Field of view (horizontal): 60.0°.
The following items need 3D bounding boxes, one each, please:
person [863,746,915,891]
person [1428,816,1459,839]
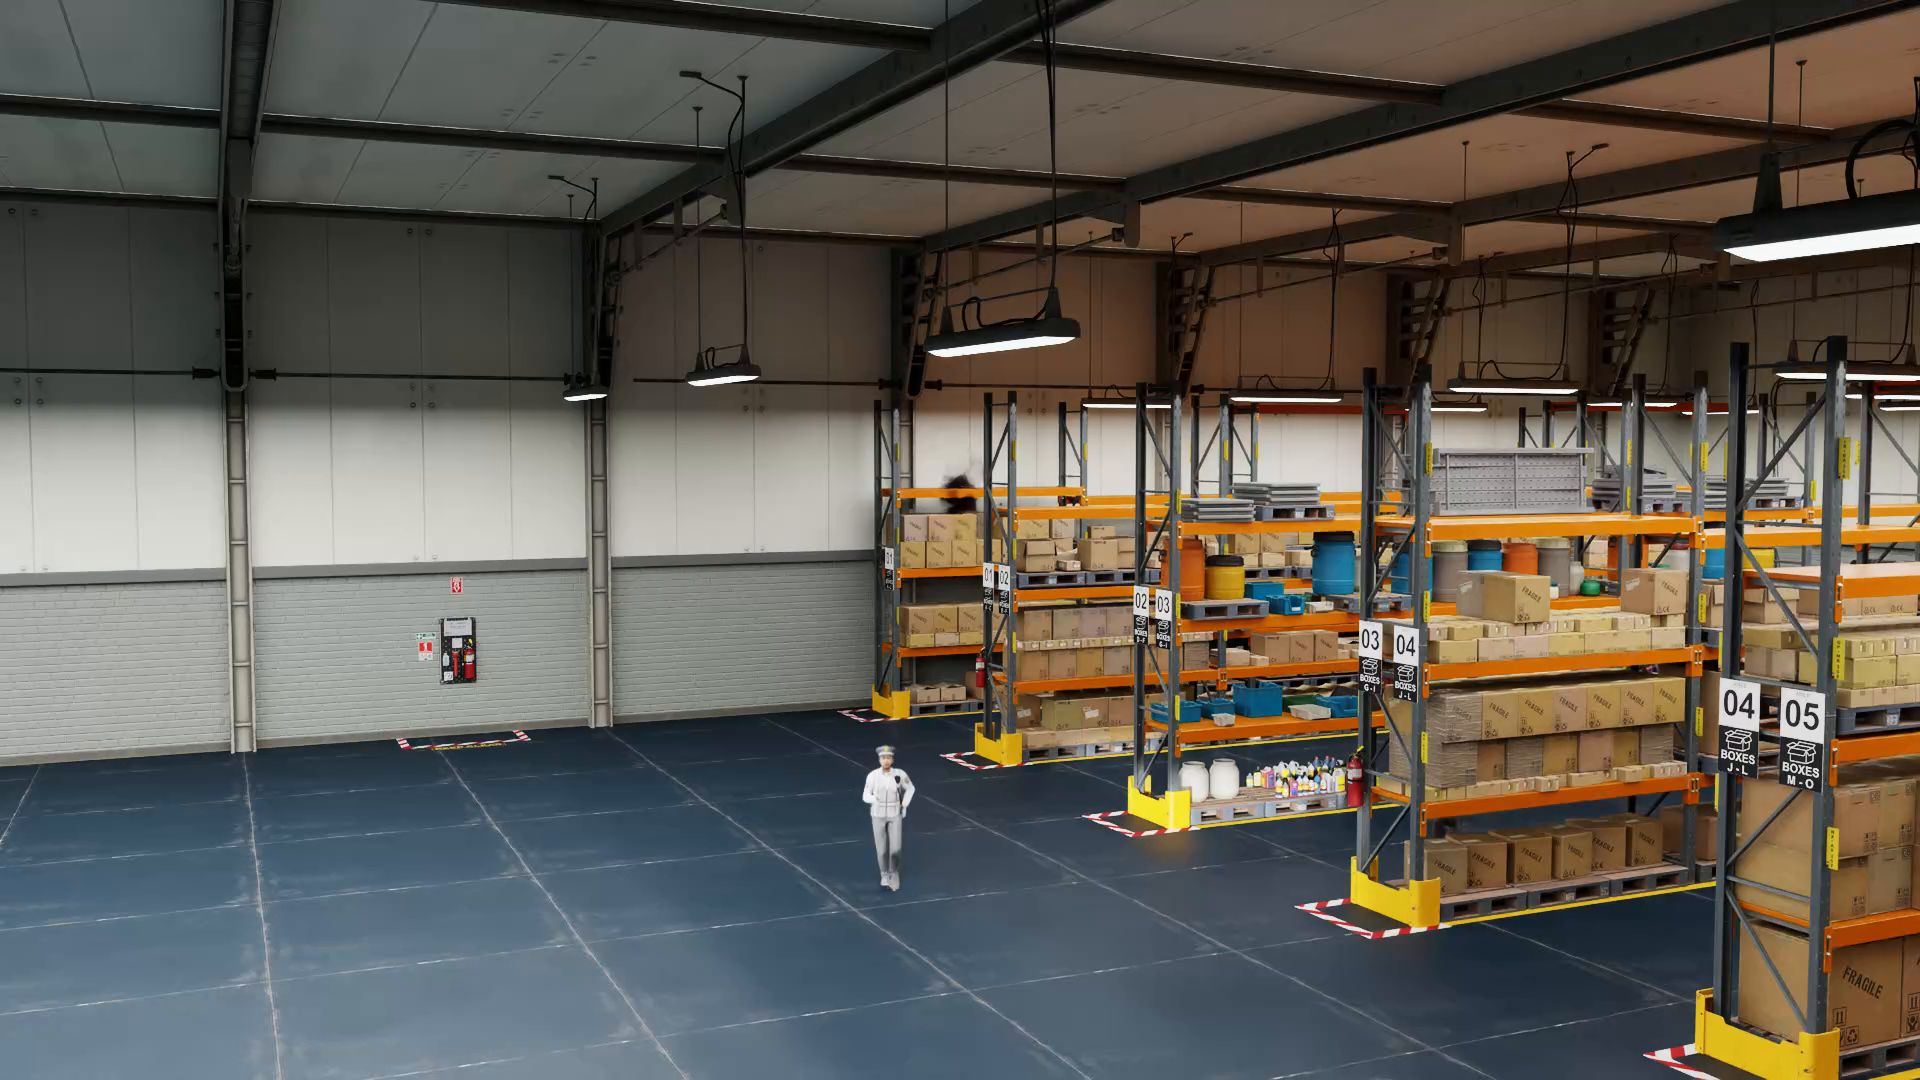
[{"bbox_3d":[-0.826,3.209,19.153,0.596,1.690,0.614,0,3,0],"label":"person"},{"bbox_3d":[6.108,3.149,20.936,0.711,1.636,0.577,-2,4,-36],"label":"person"}]
